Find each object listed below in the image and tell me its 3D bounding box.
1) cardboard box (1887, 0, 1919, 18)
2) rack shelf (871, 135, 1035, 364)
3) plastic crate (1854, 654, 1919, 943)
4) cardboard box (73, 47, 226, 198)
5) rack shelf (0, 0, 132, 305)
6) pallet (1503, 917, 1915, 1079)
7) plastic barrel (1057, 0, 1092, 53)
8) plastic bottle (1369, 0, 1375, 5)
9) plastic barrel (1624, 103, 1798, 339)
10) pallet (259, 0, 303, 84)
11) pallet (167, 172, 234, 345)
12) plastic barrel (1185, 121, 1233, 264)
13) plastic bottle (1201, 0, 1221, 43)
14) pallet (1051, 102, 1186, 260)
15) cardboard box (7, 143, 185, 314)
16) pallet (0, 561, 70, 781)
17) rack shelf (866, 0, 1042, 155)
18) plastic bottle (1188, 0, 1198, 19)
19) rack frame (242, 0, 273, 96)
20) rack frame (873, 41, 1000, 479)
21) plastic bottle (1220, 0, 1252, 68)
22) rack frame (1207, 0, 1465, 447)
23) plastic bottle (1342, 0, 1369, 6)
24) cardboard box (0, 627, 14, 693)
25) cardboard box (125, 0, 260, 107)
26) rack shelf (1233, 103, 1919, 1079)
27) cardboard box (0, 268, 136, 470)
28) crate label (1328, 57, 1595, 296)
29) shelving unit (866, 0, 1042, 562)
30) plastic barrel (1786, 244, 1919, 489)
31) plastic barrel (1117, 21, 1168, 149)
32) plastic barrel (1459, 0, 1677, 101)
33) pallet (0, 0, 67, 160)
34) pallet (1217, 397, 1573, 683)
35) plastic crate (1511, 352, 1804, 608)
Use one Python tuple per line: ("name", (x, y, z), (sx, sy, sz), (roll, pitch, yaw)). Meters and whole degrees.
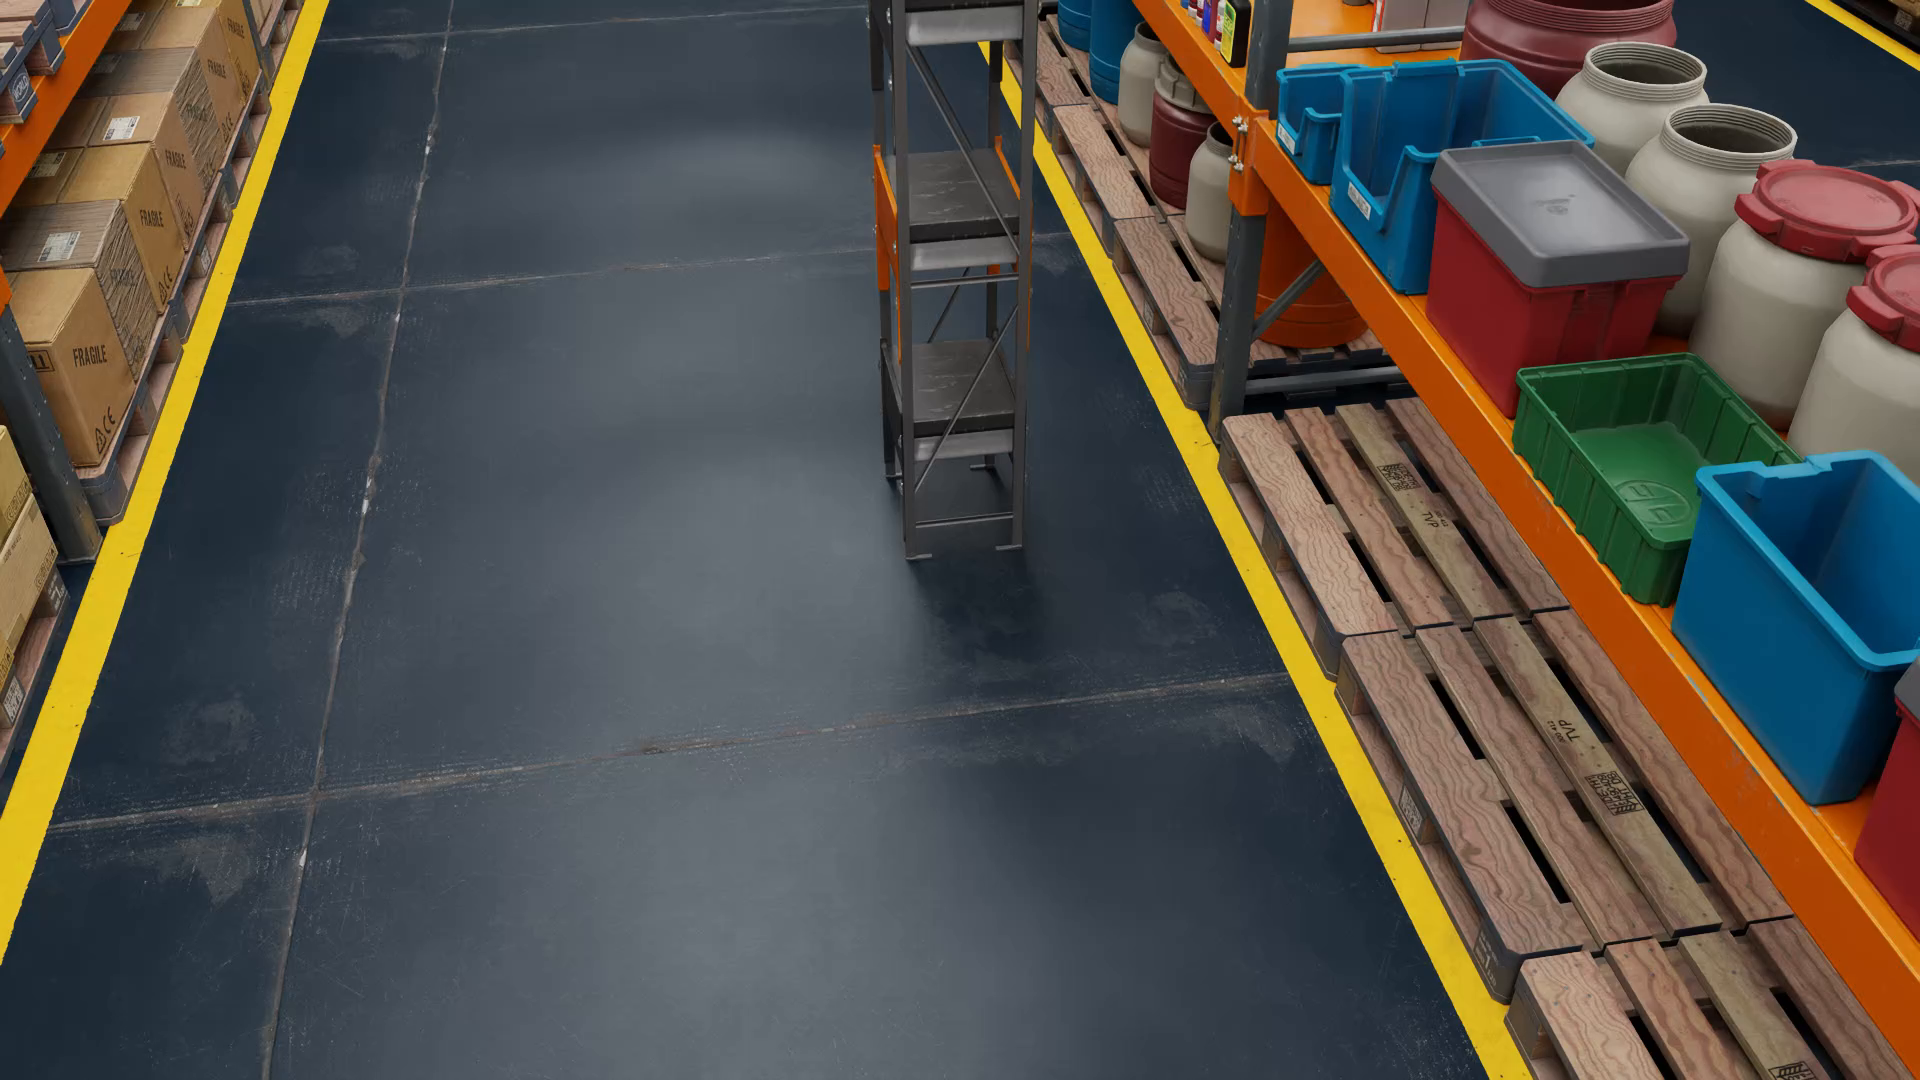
("cardboard box", (5.744, -3.514, 9.217), (1.225, 0.875, 0.875), (-6, 38, -8))
("rack shelf", (-0.029, -0.918, 5.243), (0.431, 0.518, 0.480), (-6, 38, -8))
("plastic crate", (1.752, 0.509, 2.598), (0.402, 0.464, 0.583), (-6, 38, -8))
("cardboard box", (-3.607, -1.825, 7.333), (0.500, 0.500, 0.500), (-6, 38, -7))
("rack shelf", (-3.791, -2.016, 6.486), (1.077, 0.370, 4.000), (-6, 38, -8))
("pallet", (1.963, 1.424, 3.744), (1.003, 0.211, 1.213), (-6, 38, -8))
("plastic barrel", (0.815, -3.045, 8.593), (0.600, 0.901, 0.708), (-6, 38, -8))
("plastic bottle", (1.599, -2.149, 6.173), (0.152, 0.276, 0.135), (-6, 38, -8))
("plastic barrel", (1.902, -0.814, 4.262), (0.421, 0.512, 0.421), (0, 38, 0))
("pallet", (-4.261, -2.822, 9.210), (1.003, 0.211, 1.213), (-6, 38, -8))
("pallet", (-3.744, -1.181, 7.098), (1.003, 0.211, 1.213), (-6, 38, -8))
("plastic barrel", (1.148, -1.431, 6.833), (0.421, 0.512, 0.421), (0, 38, 0))
("plastic bottle", (0.906, -1.914, 5.864), (0.061, 0.283, 0.133), (-6, 38, -8))
("pallet", (1.048, -1.728, 7.803), (1.003, 0.211, 1.213), (-6, 38, -8))
("cardboard box", (-3.419, -1.203, 6.533), (0.500, 0.500, 0.500), (-7, 38, -9))
("pallet", (-3.334, 0.511, 4.921), (1.003, 0.211, 1.213), (-6, 38, -8))
("rack shelf", (-0.029, -1.471, 4.813), (0.431, 0.518, 0.480), (-6, 38, -8))
("plastic bottle", (0.887, -2.012, 6.057), (0.097, 0.201, 0.097), (0, 38, 0))
("rack frame", (-4.141, -3.508, 7.821), (1.000, 3.000, 0.127), (-6, 38, -8))
("rack frame", (-0.072, -1.077, 5.424), (0.400, 2.100, 0.015), (-6, 38, -8))
("plastic bottle", (0.946, -1.775, 5.685), (0.061, 0.283, 0.133), (-6, 38, -8))
("rack frame", (1.437, -1.623, 5.394), (1.000, 3.000, 0.127), (-6, 38, -8))
("plastic bottle", (1.479, -2.095, 6.164), (0.097, 0.201, 0.097), (0, 38, 0))
("cardboard box", (-3.014, 0.430, 4.650), (0.500, 0.250, 0.500), (-7, 38, -8))
("cardboard box", (-3.773, -2.427, 8.109), (0.500, 0.500, 0.500), (-6, 38, -8))
("rack shelf", (1.788, -0.130, 4.059), (1.077, 0.370, 4.000), (-6, 38, -8))
("cardboard box", (-3.238, -0.584, 5.736), (0.500, 0.500, 0.500), (-5, 38, -6))
("crate label", (1.345, -1.007, 4.573), (0.502, 0.435, 0.616), (-6, 38, -8))
("shelving unit", (-0.029, -0.929, 5.235), (0.431, 2.100, 0.503), (-6, 38, -8))
("plastic barrel", (2.058, -0.305, 3.587), (0.433, 0.535, 0.433), (0, 38, 0))
("plastic barrel", (0.950, -2.113, 7.711), (0.421, 0.512, 0.421), (0, 38, 0))
("plastic barrel", (1.817, -1.429, 5.033), (0.600, 0.536, 0.708), (-6, 38, -8))
("pallet", (-3.628, -1.418, 5.287), (1.213, 0.211, 1.003), (-6, 38, -8))
("pallet", (1.535, -0.049, 5.641), (1.003, 0.211, 1.213), (-6, 38, -8))
("plastic crate", (1.555, -0.144, 3.664), (0.450, 0.188, 0.662), (-6, 38, -8))
